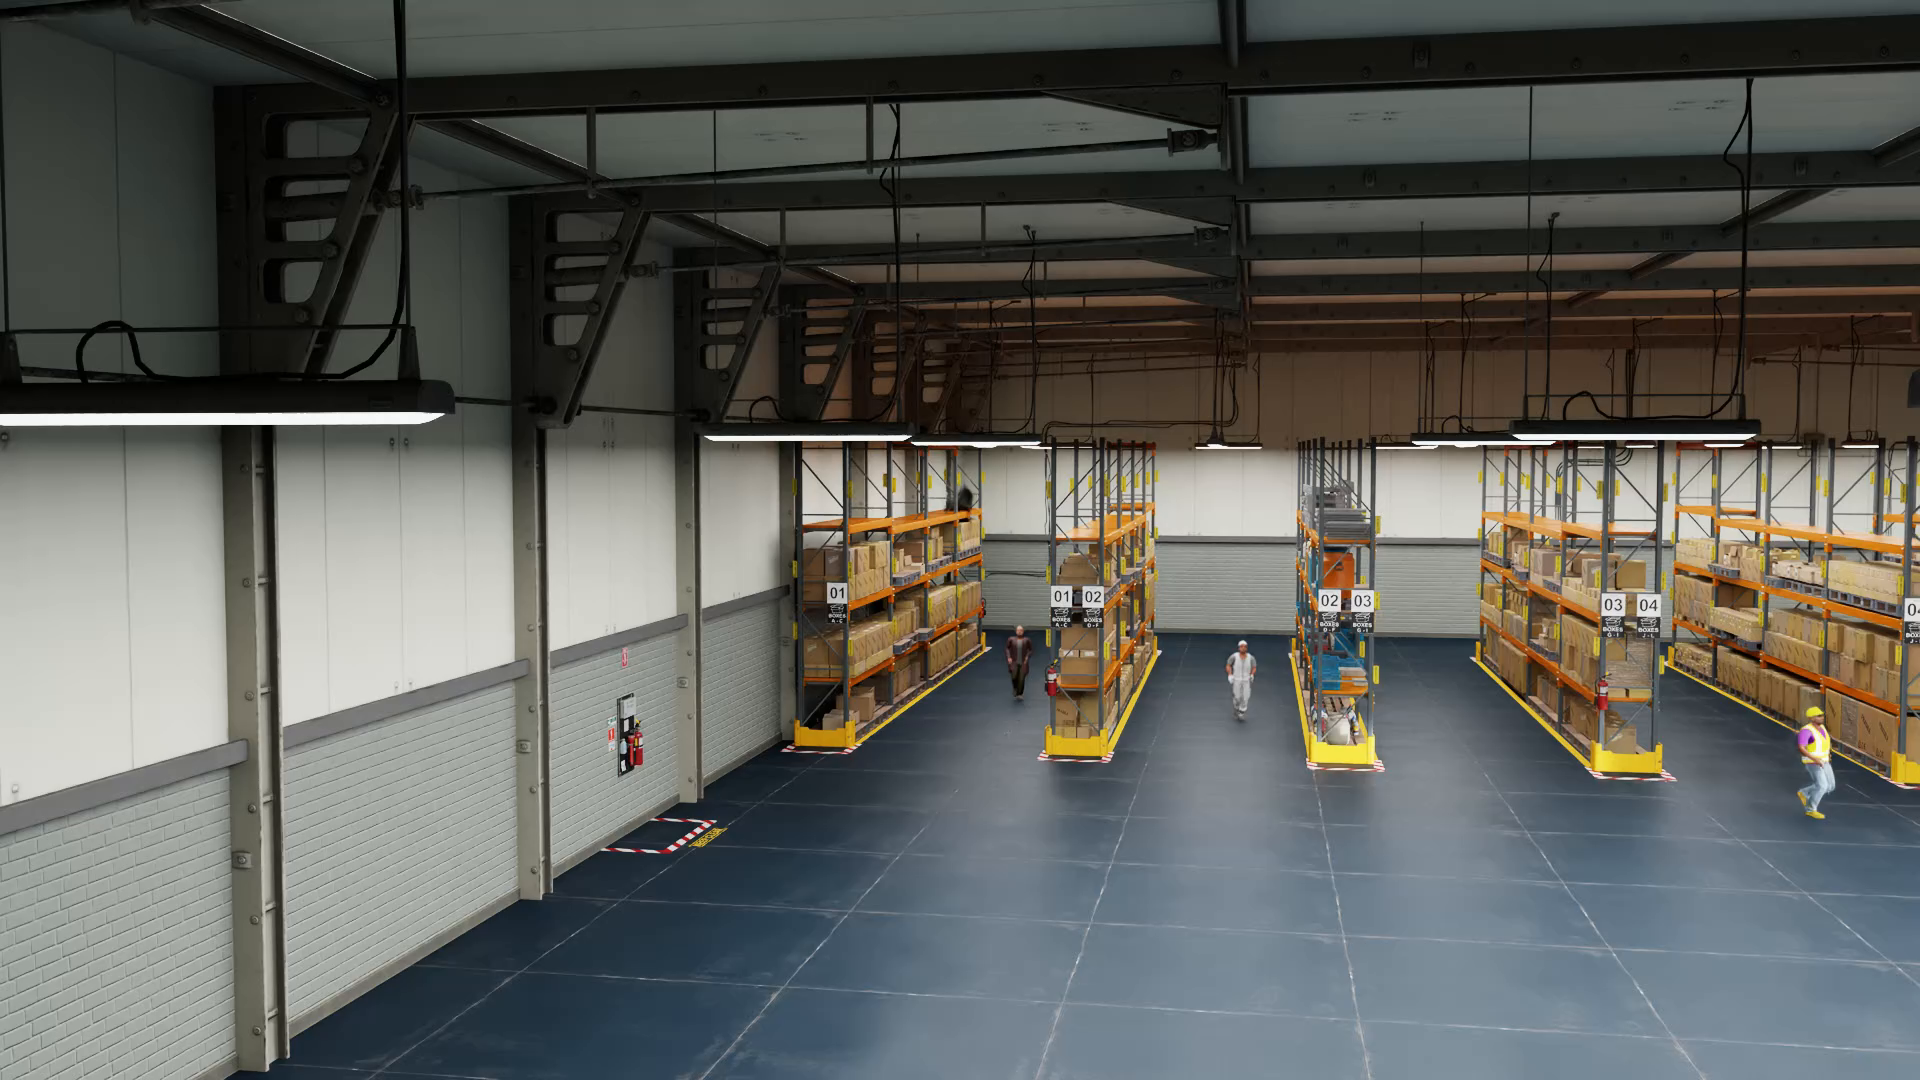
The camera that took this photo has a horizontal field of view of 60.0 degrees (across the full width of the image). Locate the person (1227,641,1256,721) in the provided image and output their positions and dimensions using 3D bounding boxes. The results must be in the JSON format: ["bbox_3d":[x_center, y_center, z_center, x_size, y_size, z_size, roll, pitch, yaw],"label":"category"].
[{"bbox_3d":[5.995,2.995,35.303,0.608,1.719,0.590,0,3,0],"label":"person"}]

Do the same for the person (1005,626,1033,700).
[{"bbox_3d":[1.365,2.839,38.341,0.660,1.715,0.653,0,3,1],"label":"person"}]

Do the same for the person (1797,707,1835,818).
[{"bbox_3d":[13.419,3.481,26.106,0.699,1.728,0.543,-2,4,-36],"label":"person"}]
